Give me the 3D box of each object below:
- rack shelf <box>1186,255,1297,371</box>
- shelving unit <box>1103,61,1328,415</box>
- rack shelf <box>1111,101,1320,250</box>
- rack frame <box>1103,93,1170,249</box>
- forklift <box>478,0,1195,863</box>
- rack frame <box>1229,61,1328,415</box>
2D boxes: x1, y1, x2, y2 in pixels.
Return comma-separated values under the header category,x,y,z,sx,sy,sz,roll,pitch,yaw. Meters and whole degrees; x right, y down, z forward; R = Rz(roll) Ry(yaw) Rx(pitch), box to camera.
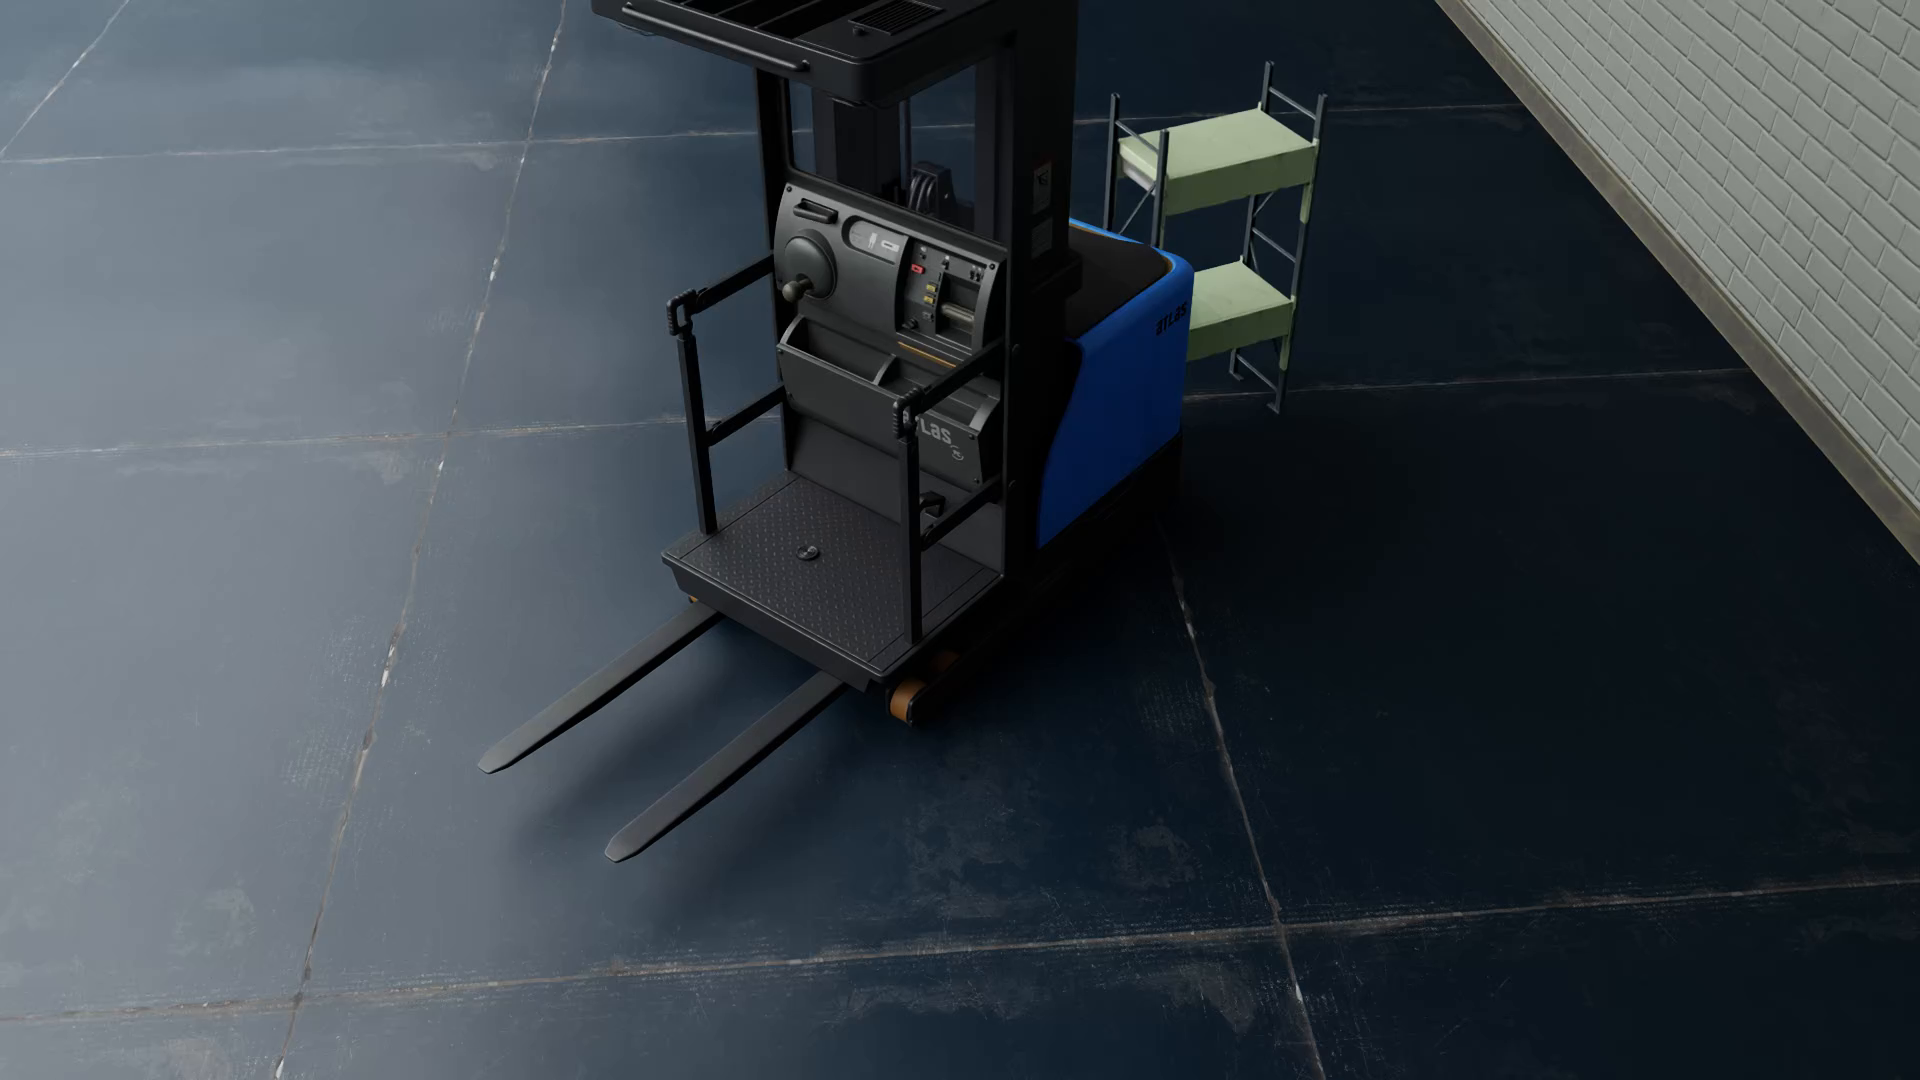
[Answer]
category,x,y,z,sx,sy,sz,roll,pitch,yaw
rack shelf,1.023,-0.907,7.215,0.720,0.370,0.431,-17,41,-20
shelving unit,1.023,-1.163,7.013,0.755,1.500,0.431,-17,41,-20
rack shelf,1.023,-1.469,6.771,0.720,0.370,0.431,-17,41,-20
rack frame,0.695,-1.063,6.886,0.023,1.500,0.400,-17,41,-20
forklift,-0.388,-0.845,5.455,1.130,2.935,3.031,26,45,29
rack frame,1.351,-1.264,7.140,0.023,1.500,0.400,-17,41,-20
